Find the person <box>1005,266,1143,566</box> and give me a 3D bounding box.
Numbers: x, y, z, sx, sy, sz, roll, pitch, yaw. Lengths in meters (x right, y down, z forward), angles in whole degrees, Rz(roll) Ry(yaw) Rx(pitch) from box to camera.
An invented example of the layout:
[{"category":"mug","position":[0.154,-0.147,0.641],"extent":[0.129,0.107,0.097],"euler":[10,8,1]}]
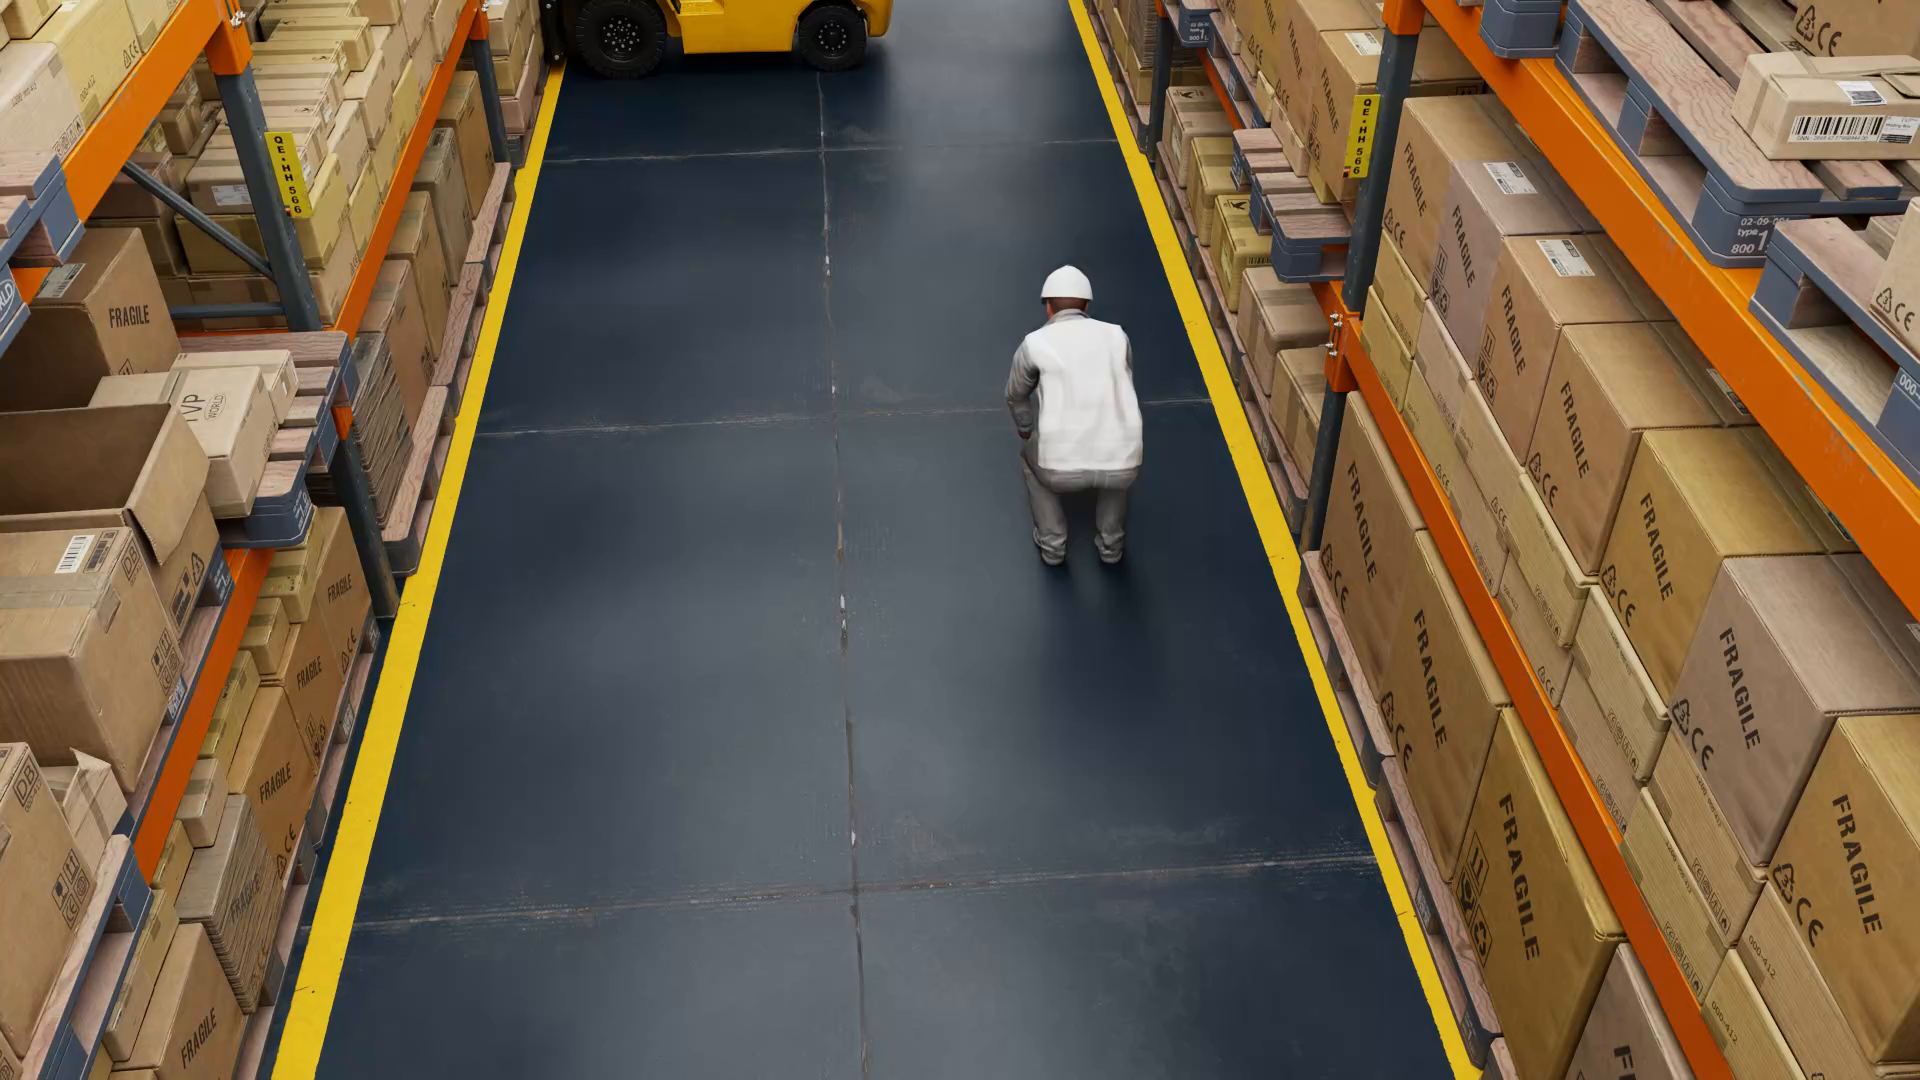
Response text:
[{"category":"person","position":[0.489,-0.495,7.210],"extent":[0.570,1.196,0.850],"euler":[-2,39,-2]}]
